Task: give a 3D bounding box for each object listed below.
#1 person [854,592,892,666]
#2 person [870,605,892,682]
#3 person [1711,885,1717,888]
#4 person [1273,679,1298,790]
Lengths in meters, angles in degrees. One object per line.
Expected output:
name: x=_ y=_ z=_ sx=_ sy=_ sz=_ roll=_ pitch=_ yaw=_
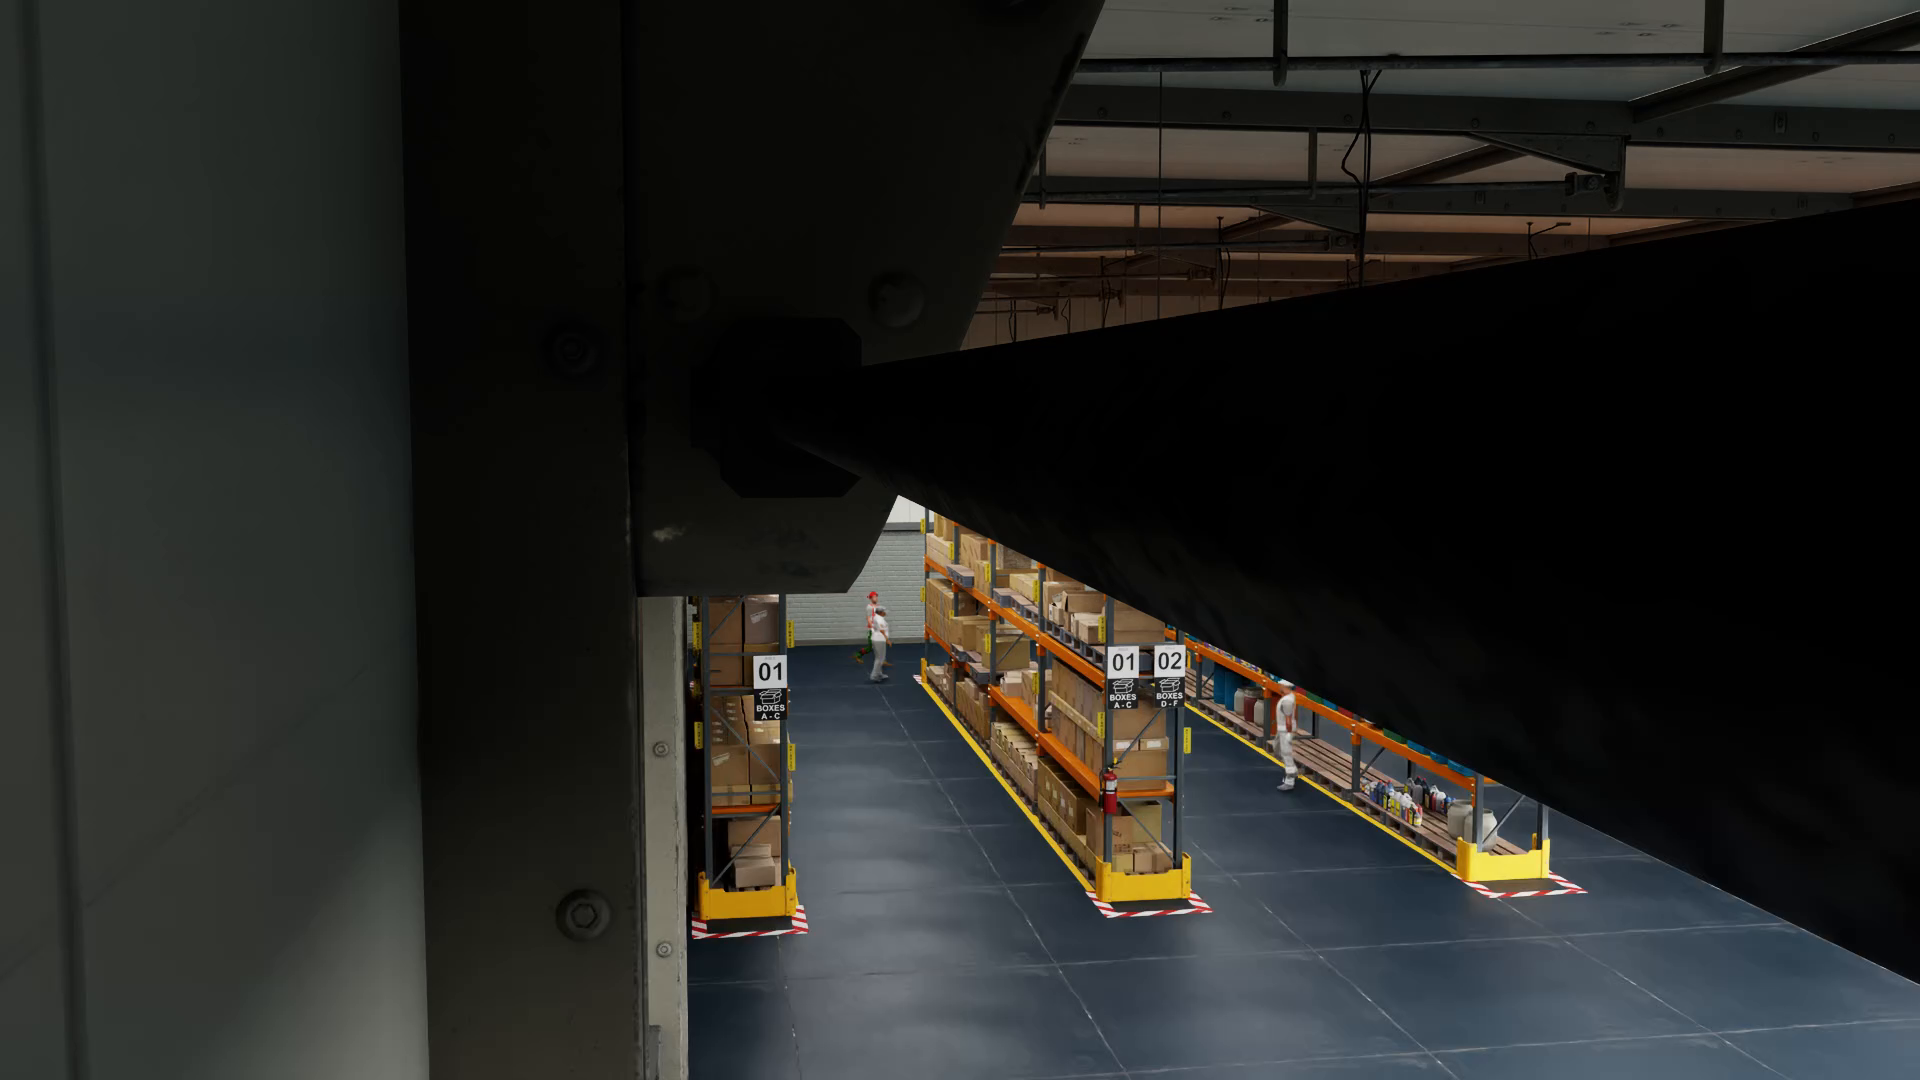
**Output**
person: x=-2.017 y=2.067 z=38.556 sx=0.902 sy=1.734 sz=0.592 roll=2 pitch=5 yaw=20
person: x=-1.782 y=2.268 z=36.714 sx=0.497 sy=1.668 sz=0.547 roll=-1 pitch=5 yaw=-15
person: x=9.942 y=3.680 z=21.100 sx=0.511 sy=1.601 sz=0.492 roll=-2 pitch=5 yaw=-20
person: x=5.239 y=3.073 z=26.674 sx=0.409 sy=1.792 sz=0.595 roll=1 pitch=5 yaw=8
